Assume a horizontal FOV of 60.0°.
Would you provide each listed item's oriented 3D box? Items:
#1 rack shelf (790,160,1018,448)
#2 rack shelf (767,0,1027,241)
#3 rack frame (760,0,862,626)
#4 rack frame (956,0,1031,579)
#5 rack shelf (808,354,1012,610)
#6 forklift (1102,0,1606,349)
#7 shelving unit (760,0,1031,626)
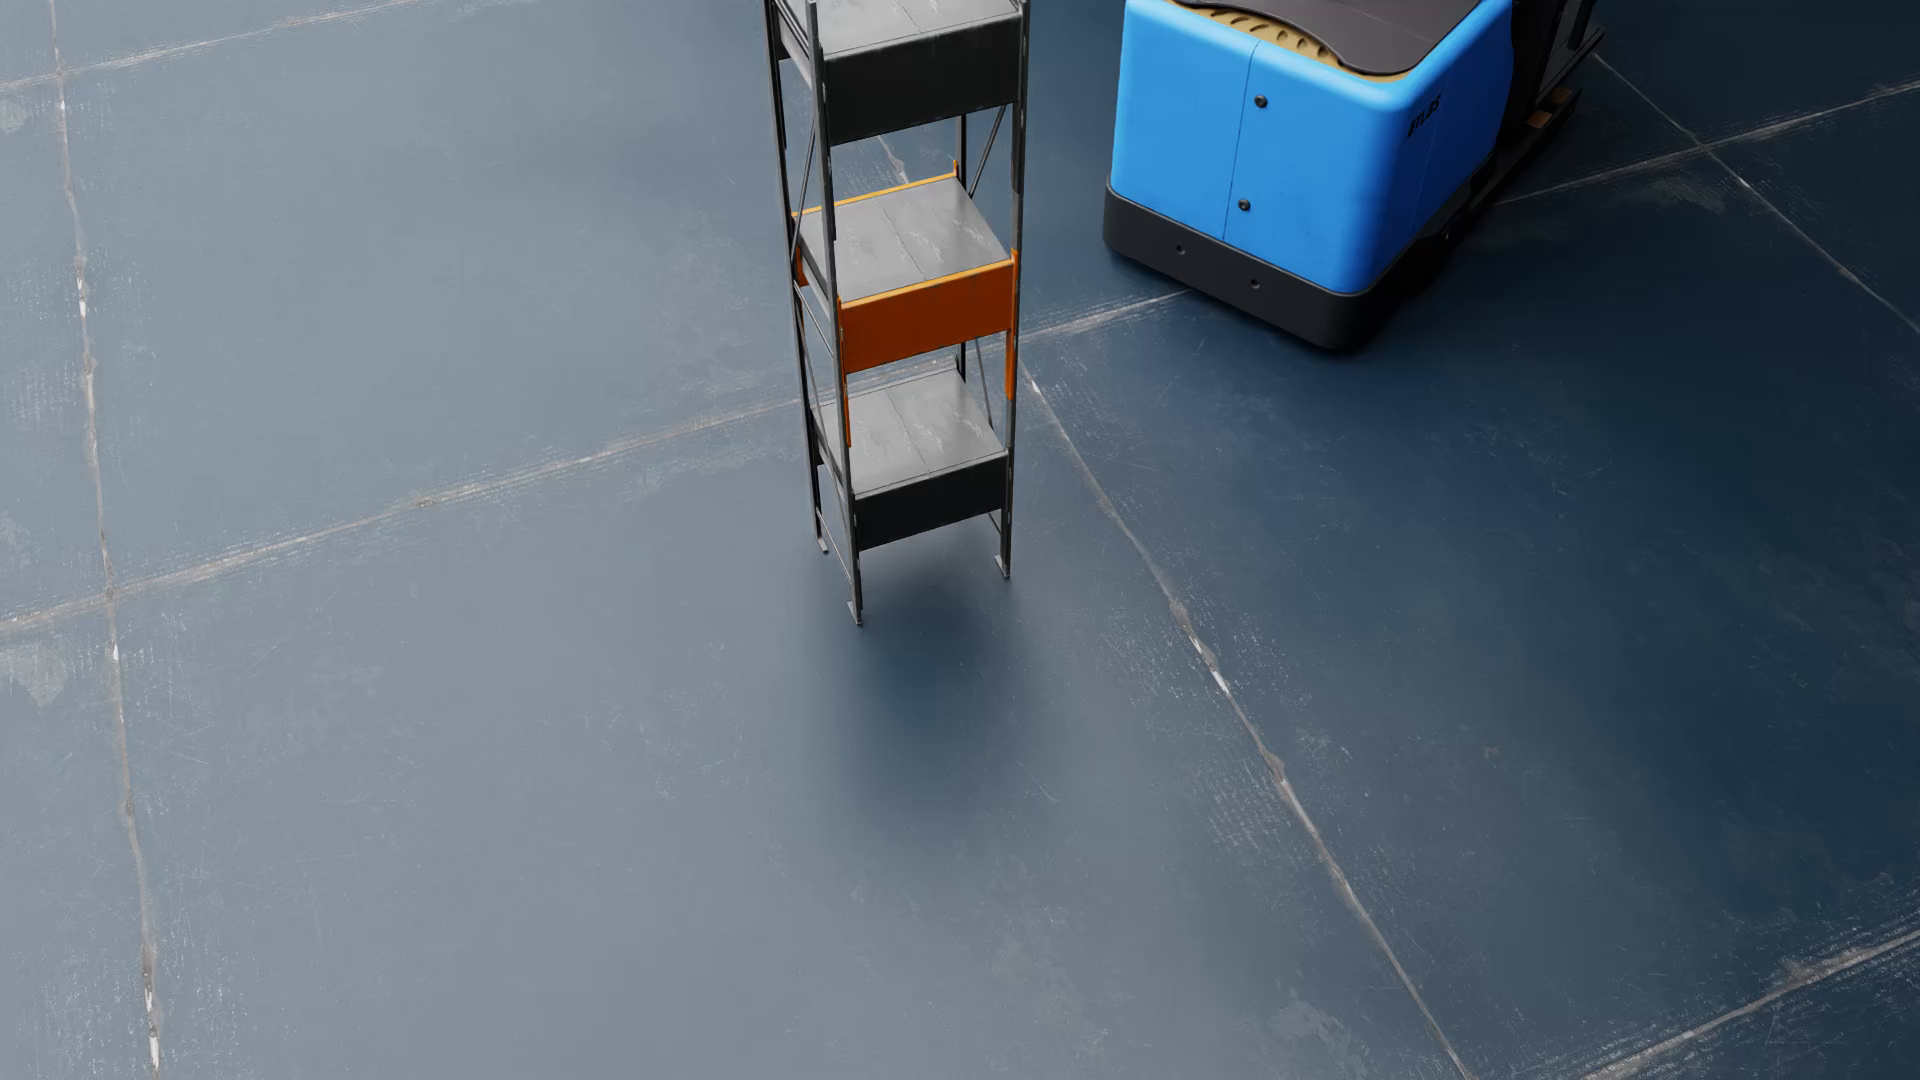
[{"bbox_3d":[-0.153,-0.628,4.423,0.480,0.518,0.431,-17,52,-14],"label":"rack shelf"},{"bbox_3d":[-0.153,-1.084,3.892,0.480,0.518,0.431,-17,52,-14],"label":"rack shelf"},{"bbox_3d":[-0.379,-0.567,4.353,0.015,2.100,0.400,-17,52,-14],"label":"rack frame"},{"bbox_3d":[0.073,-0.707,4.473,0.015,2.100,0.400,-17,52,-14],"label":"rack frame"},{"bbox_3d":[-0.153,-0.172,4.954,0.480,0.518,0.431,-17,52,-14],"label":"rack shelf"},{"bbox_3d":[1.812,-2.686,5.625,1.130,2.935,3.031,30,56,23],"label":"forklift"},{"bbox_3d":[-0.153,-0.637,4.413,0.503,2.100,0.431,-17,52,-14],"label":"shelving unit"}]
